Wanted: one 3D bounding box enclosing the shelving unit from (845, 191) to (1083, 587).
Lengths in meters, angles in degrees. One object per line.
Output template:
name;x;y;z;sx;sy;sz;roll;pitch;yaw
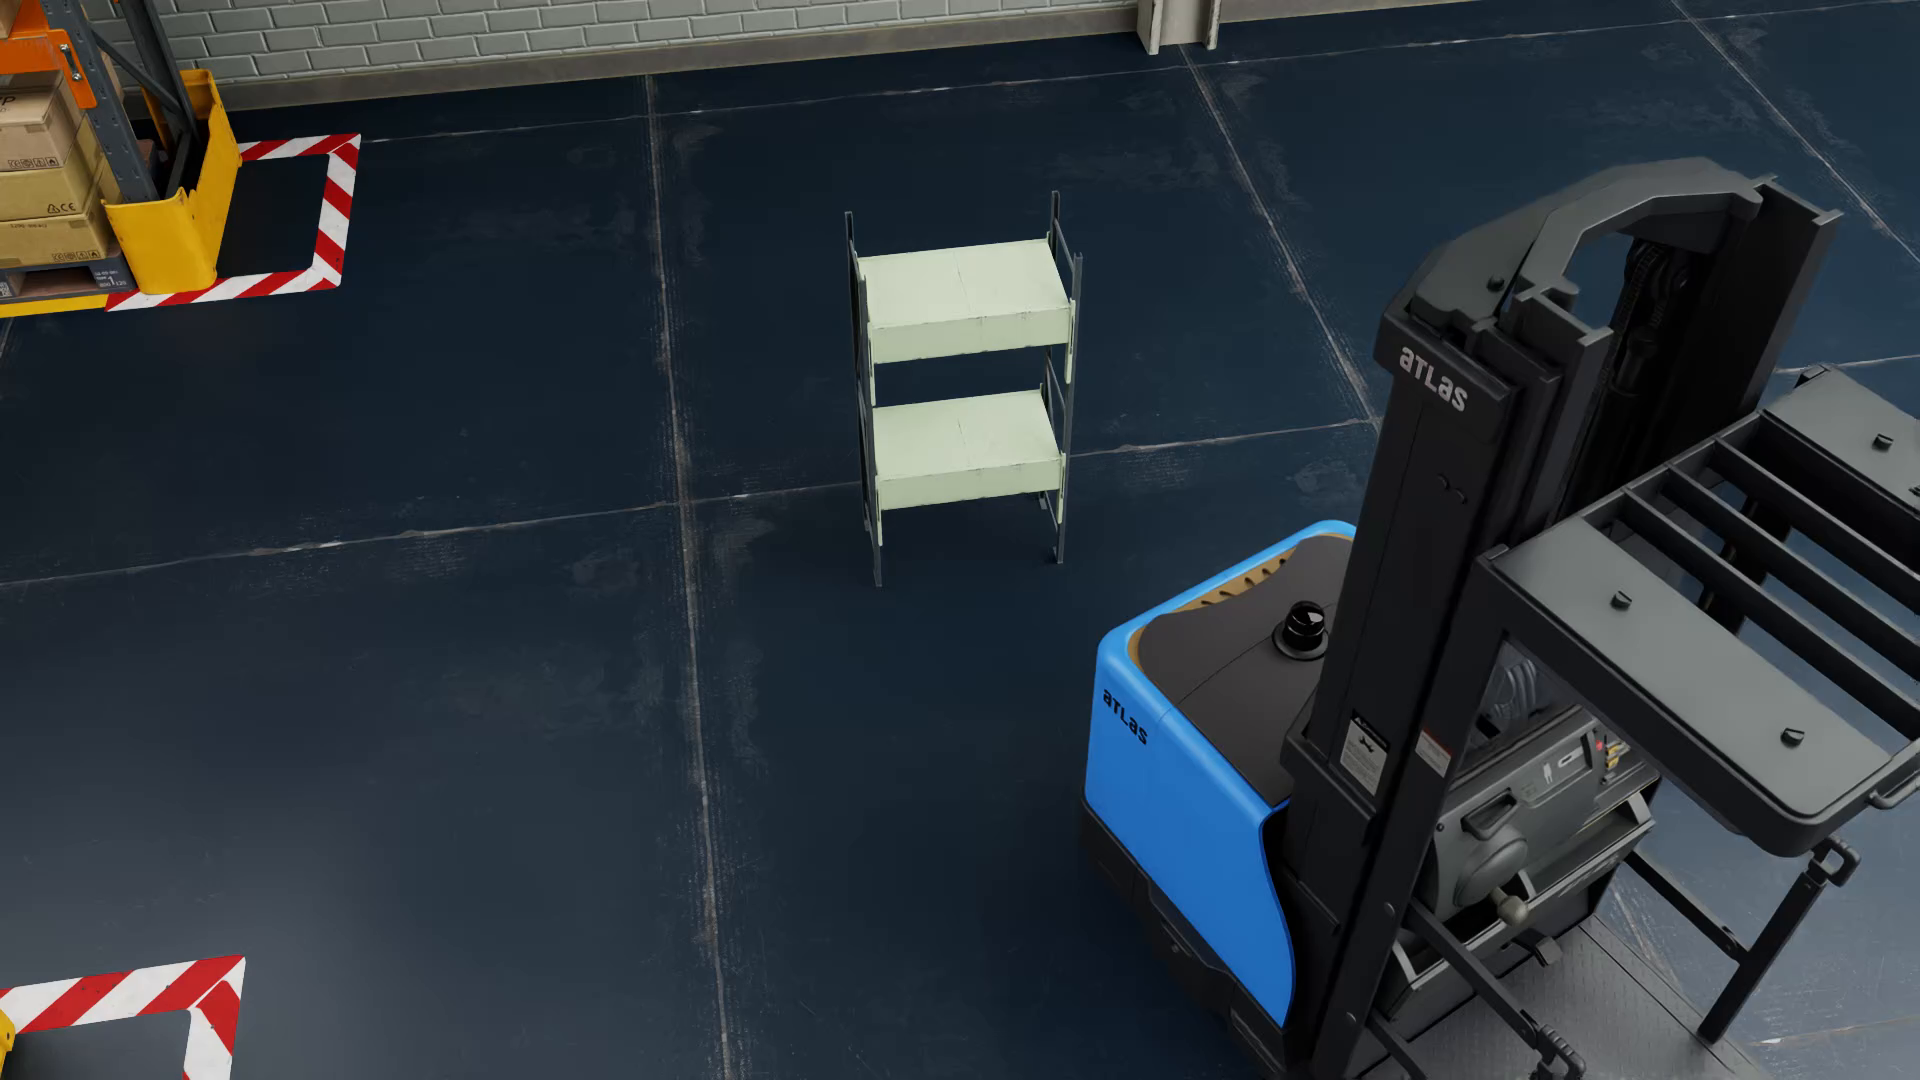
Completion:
shelving unit;0.007;-0.521;6.211;0.755;1.500;0.431;-7;46;-7

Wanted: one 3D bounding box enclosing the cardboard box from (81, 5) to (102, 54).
cardboard box;-4.345;-2.237;7.746;0.500;0.250;0.500;-8;47;-7

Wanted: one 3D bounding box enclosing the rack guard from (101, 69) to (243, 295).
rack guard;-3.815;-1.759;8.098;0.348;0.500;1.175;-7;46;-7

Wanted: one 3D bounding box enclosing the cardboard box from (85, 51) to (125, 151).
cardboard box;-4.338;-2.078;7.940;0.500;0.250;0.500;-6;46;-6

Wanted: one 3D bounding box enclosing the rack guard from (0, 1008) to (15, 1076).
rack guard;-3.064;1.775;4.693;0.348;0.500;1.175;-7;46;-7

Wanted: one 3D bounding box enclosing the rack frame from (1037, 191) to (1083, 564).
rack frame;0.367;-0.566;6.254;0.023;1.500;0.400;-7;46;-7

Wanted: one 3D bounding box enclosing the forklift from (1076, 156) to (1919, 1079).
forklift;1.630;0.715;4.026;1.130;2.935;3.031;-26;51;-23

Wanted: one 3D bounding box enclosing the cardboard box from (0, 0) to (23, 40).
cardboard box;-4.279;-2.411;6.921;0.500;0.500;0.500;-8;47;-8

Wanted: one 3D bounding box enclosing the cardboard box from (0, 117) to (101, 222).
cardboard box;-4.265;-1.707;7.582;0.500;0.250;0.500;-8;47;-7

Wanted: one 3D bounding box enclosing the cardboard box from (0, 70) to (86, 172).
cardboard box;-4.239;-1.884;7.406;0.500;0.250;0.500;-6;46;-5

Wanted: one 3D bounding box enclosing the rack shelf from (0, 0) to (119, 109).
rack shelf;-5.810;-2.128;7.217;4.000;0.370;1.077;-7;46;-7

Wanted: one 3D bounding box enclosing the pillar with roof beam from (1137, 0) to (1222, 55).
pillar with roof beam;1.968;-2.941;3.335;0.400;9.000;9.100;-7;46;-7

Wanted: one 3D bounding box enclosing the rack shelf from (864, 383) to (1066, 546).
rack shelf;0.007;-0.295;6.445;0.720;0.370;0.431;-7;46;-7

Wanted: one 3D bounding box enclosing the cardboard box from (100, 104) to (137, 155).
cardboard box;-4.356;-1.894;8.109;0.500;0.250;0.500;-7;46;-7

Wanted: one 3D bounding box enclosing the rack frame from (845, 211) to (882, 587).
rack frame;-0.354;-0.476;6.167;0.023;1.500;0.400;-7;46;-7

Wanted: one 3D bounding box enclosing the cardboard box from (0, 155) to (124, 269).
cardboard box;-4.248;-1.533;7.762;0.500;0.250;0.500;-7;46;-7

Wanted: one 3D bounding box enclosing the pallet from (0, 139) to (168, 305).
pallet;-4.585;-1.532;8.080;1.213;0.211;1.003;-7;46;-7

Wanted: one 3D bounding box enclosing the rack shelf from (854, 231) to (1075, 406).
rack shelf;0.007;-0.792;5.930;0.720;0.370;0.431;-7;46;-7

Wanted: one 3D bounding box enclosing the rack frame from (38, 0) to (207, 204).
rack frame;-3.839;-2.623;7.195;0.127;3.000;1.000;-7;46;-7
